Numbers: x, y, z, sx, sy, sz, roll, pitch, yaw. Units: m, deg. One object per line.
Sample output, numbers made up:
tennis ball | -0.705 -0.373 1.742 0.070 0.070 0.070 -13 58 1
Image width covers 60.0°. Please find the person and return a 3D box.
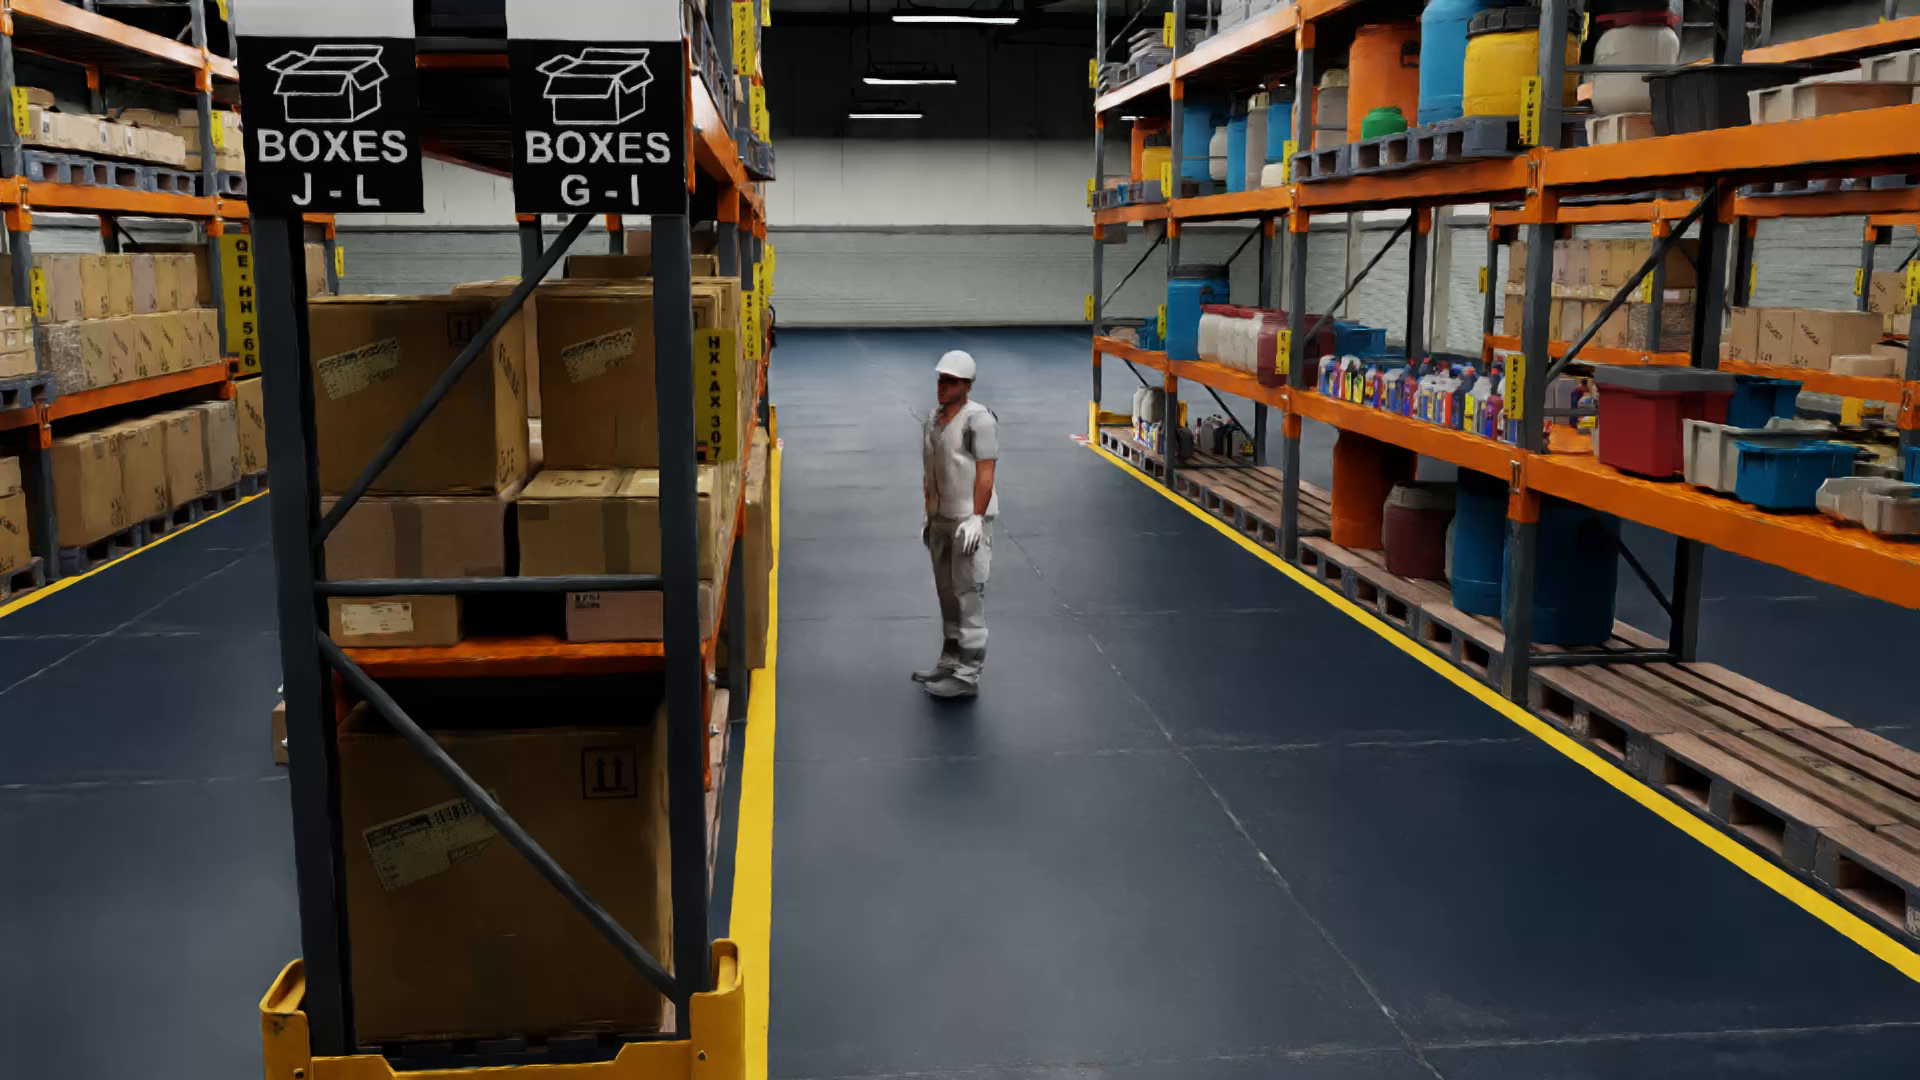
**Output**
person | -0.060 -0.086 8.650 0.456 1.789 0.590 -7 12 -34
